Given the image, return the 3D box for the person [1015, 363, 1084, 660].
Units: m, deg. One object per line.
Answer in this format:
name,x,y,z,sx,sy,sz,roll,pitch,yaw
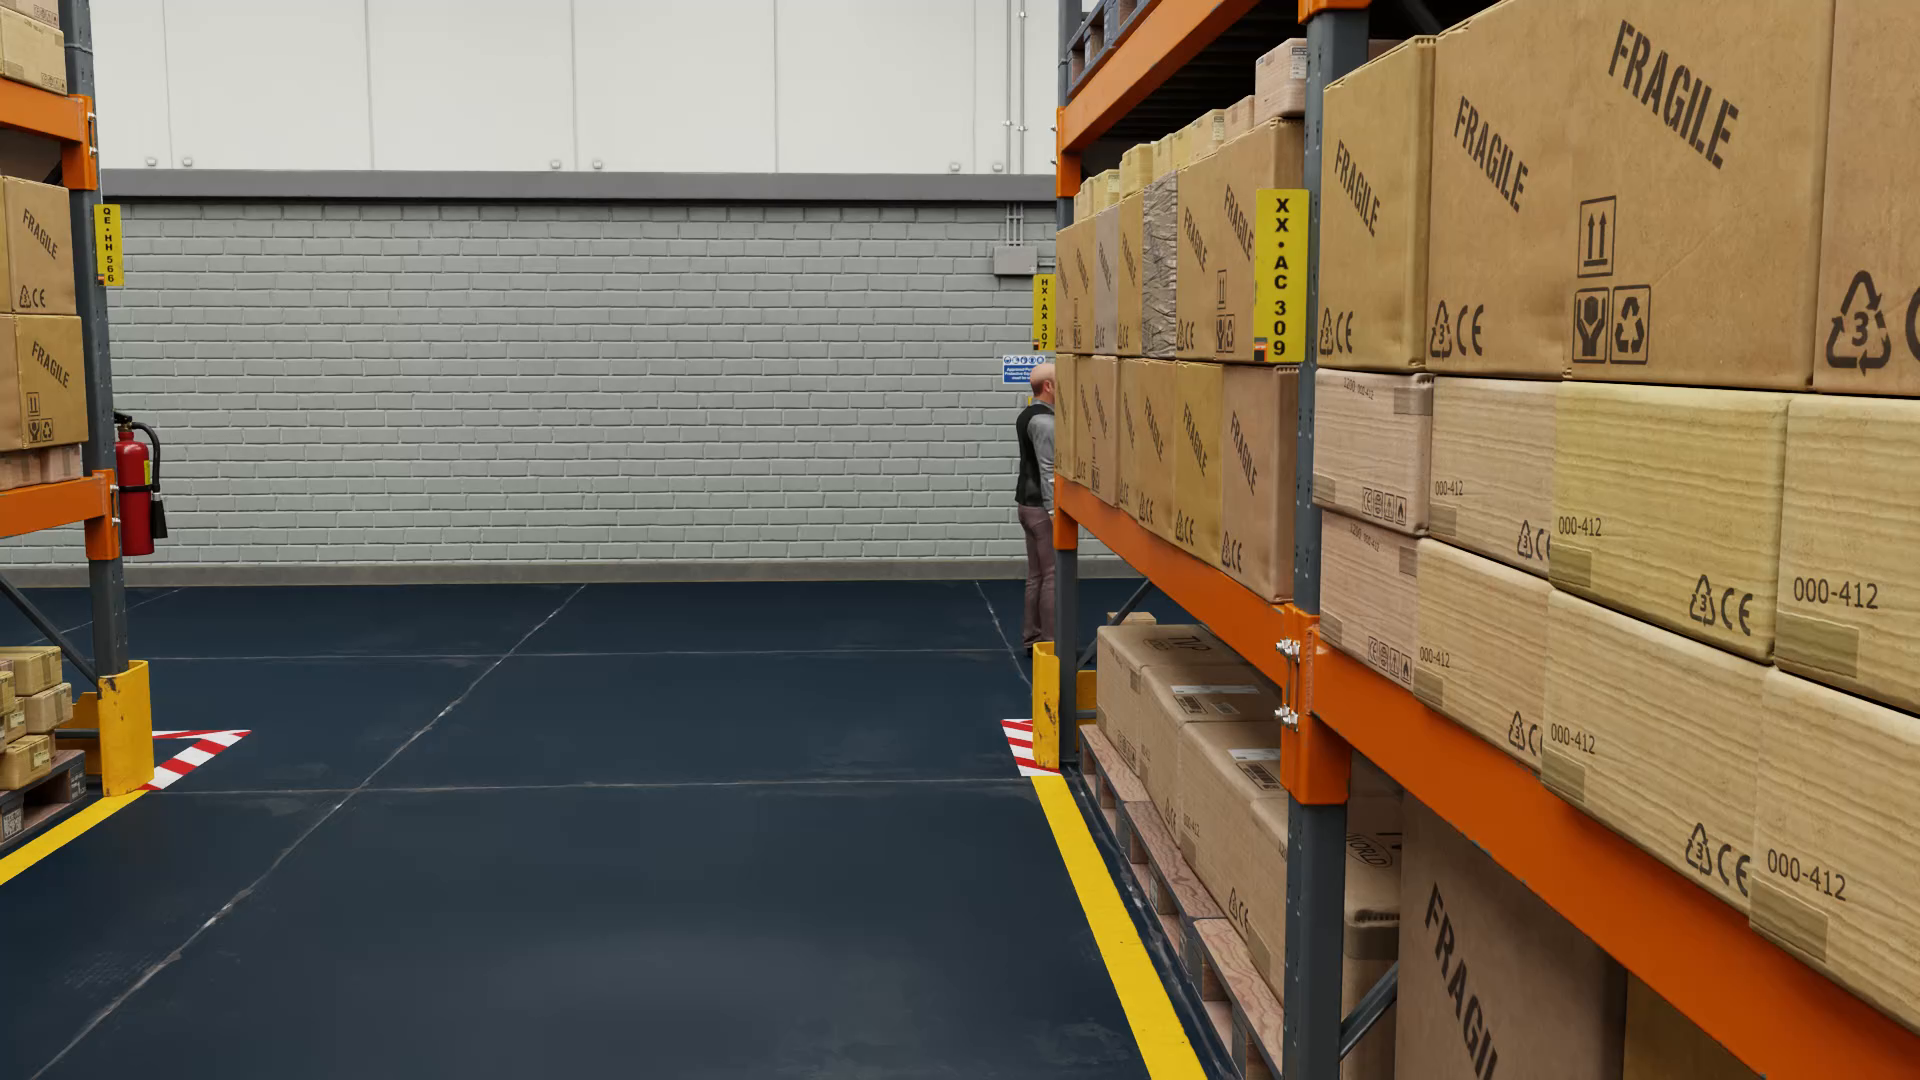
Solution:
person,0.532,-0.165,9.671,0.402,1.721,0.572,-1,7,-9
